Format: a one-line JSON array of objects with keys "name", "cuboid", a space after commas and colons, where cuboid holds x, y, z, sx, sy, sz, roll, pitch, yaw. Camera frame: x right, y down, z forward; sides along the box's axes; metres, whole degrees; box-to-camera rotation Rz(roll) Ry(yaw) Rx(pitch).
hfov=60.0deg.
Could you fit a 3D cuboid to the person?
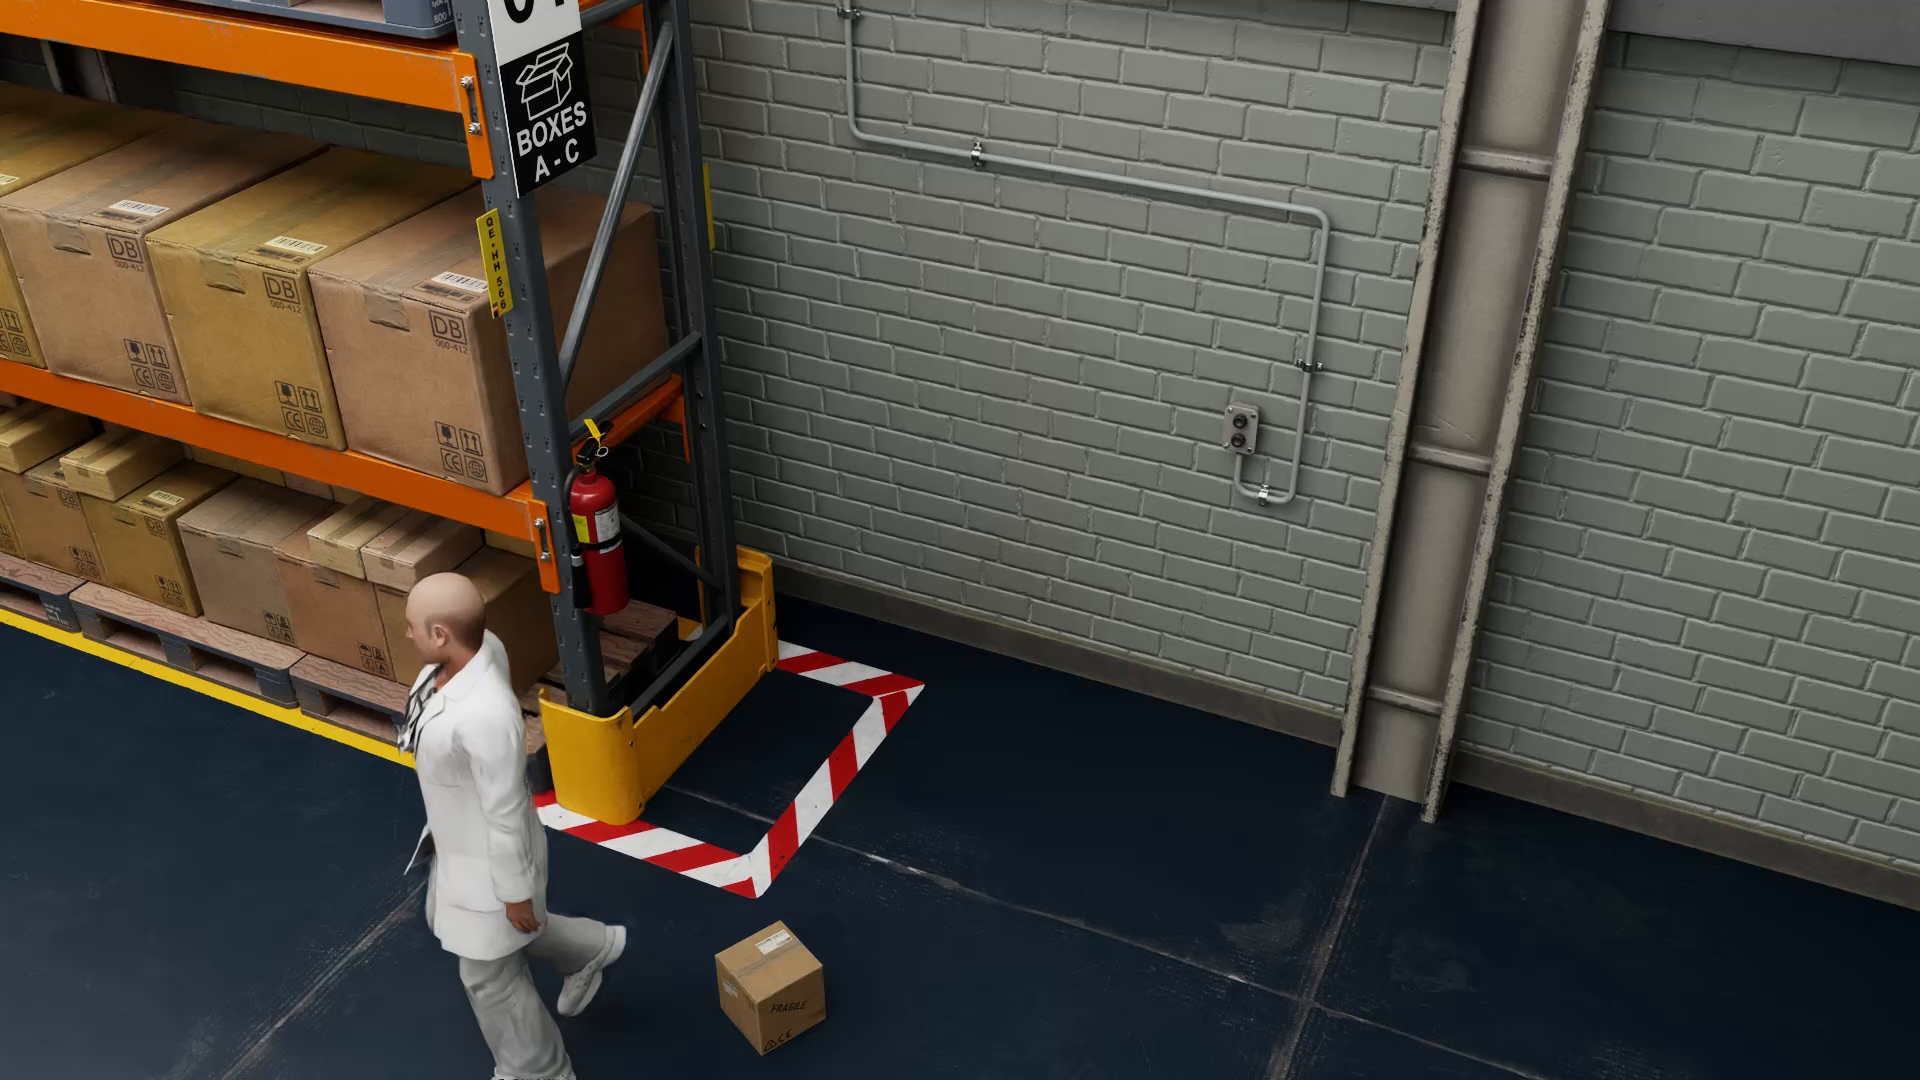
[{"name": "person", "cuboid": [-1.324, 0.862, 4.804, 0.629, 1.755, 0.599, -14, 36, -20]}]
